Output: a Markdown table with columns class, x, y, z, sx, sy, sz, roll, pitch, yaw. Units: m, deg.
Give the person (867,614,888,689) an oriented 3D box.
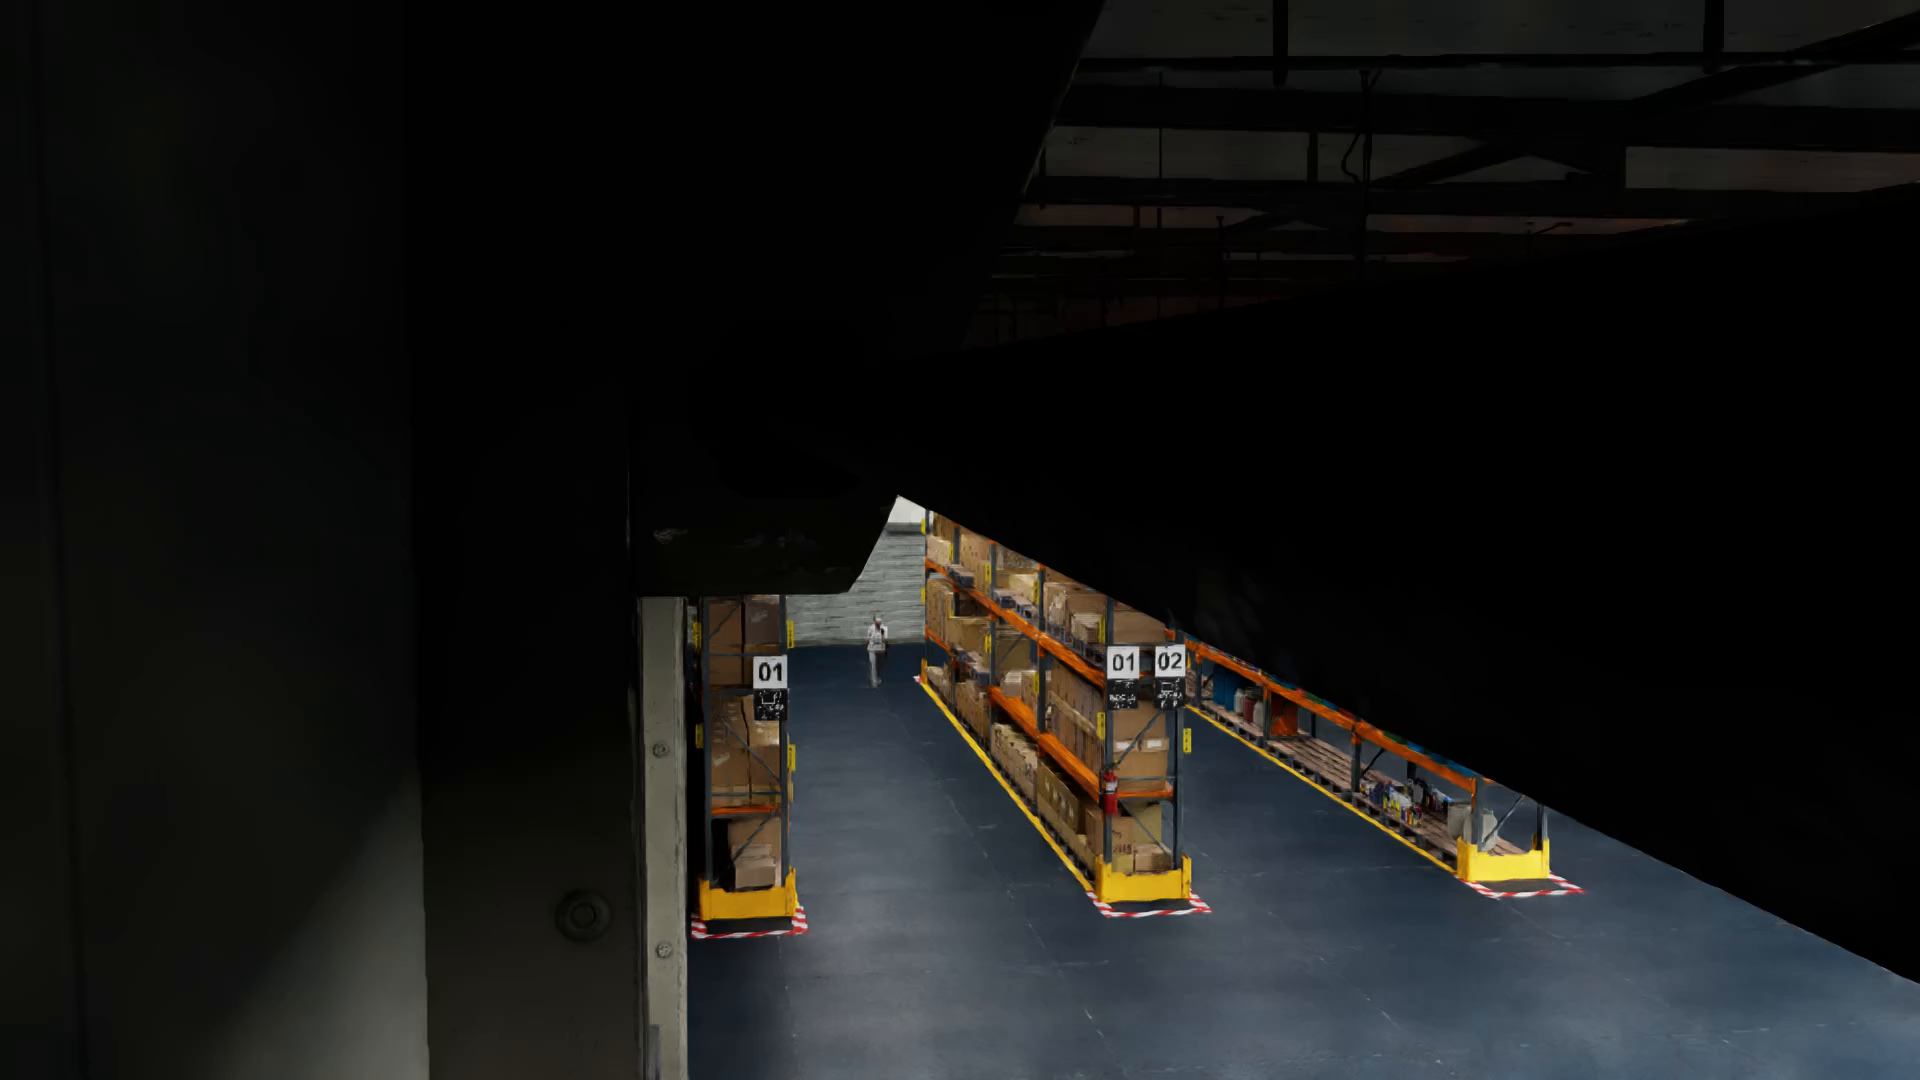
| class | x | y | z | sx | sy | sz | roll | pitch | yaw |
| --- | --- | --- | --- | --- | --- | --- | --- | --- | --- |
| person | -1.768 | 2.368 | 35.867 | 0.445 | 1.587 | 1.091 | -1 | 5 | -11 |
